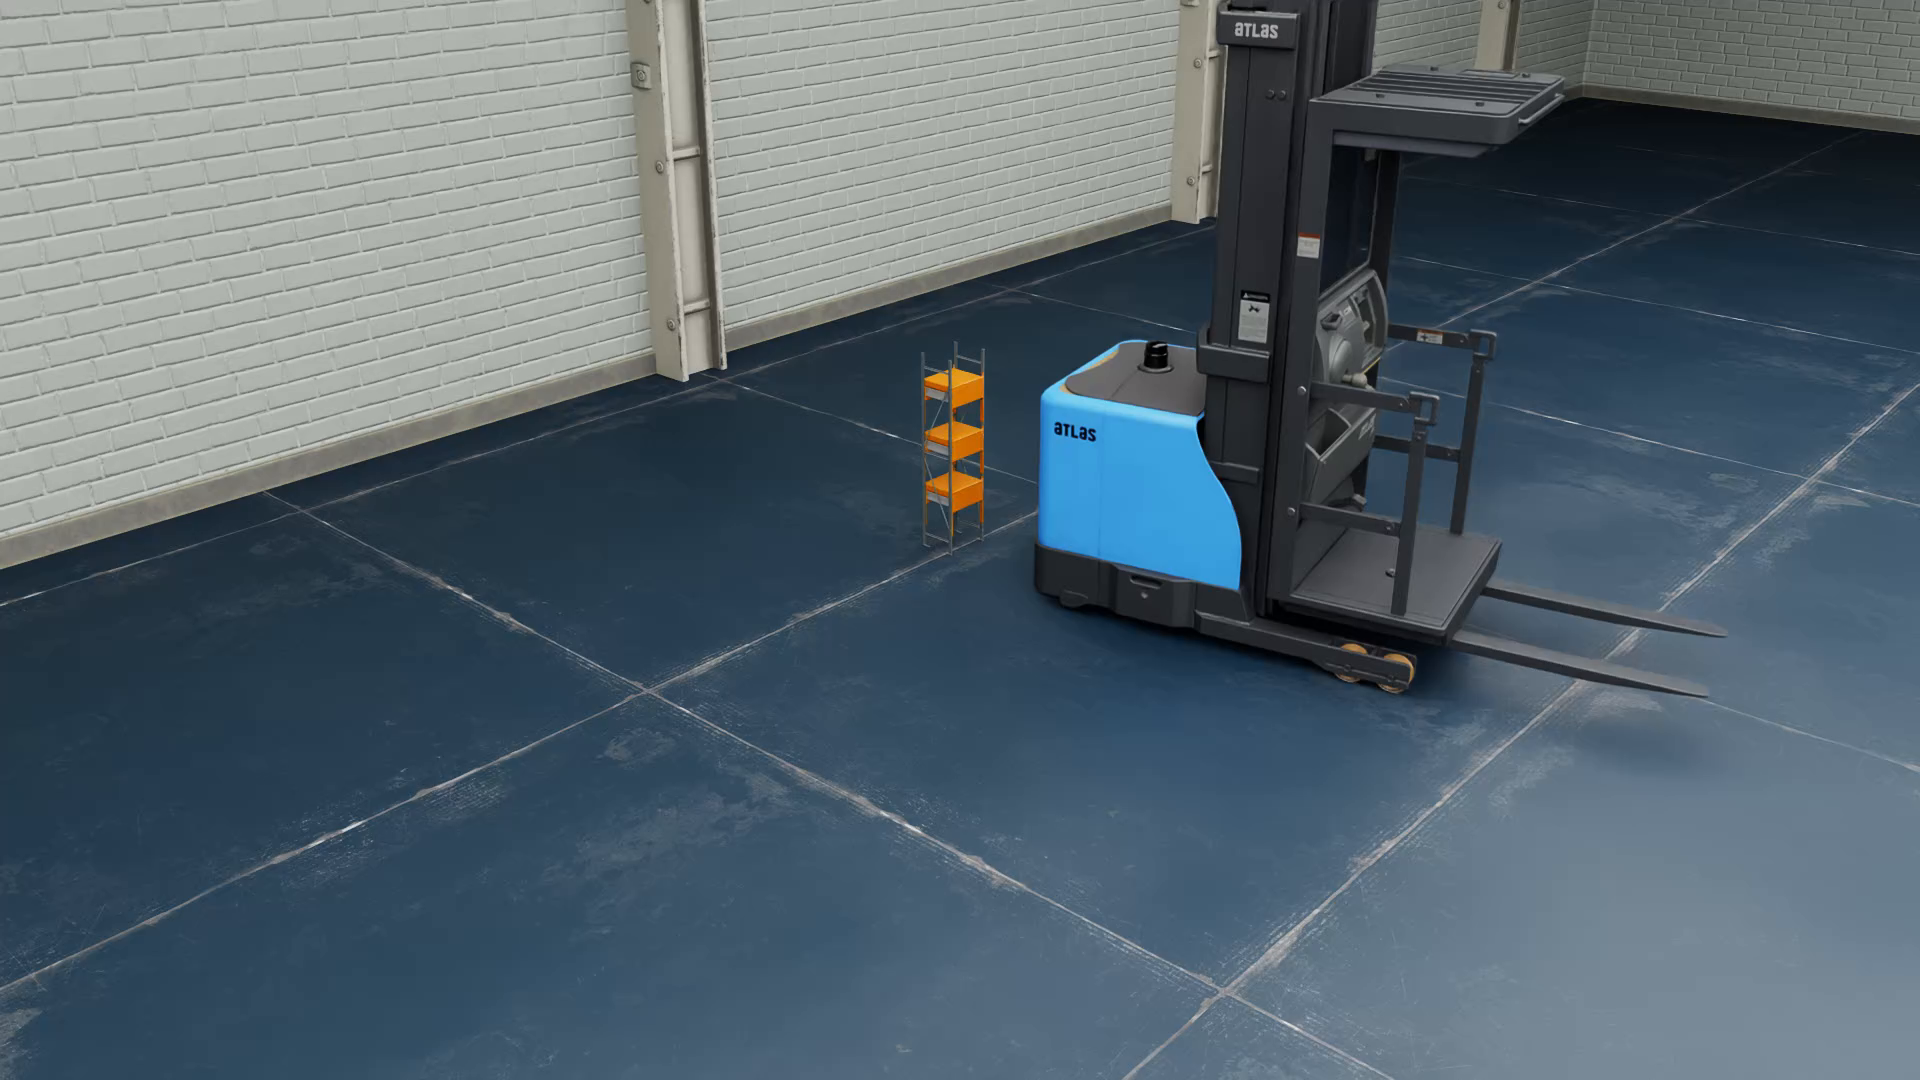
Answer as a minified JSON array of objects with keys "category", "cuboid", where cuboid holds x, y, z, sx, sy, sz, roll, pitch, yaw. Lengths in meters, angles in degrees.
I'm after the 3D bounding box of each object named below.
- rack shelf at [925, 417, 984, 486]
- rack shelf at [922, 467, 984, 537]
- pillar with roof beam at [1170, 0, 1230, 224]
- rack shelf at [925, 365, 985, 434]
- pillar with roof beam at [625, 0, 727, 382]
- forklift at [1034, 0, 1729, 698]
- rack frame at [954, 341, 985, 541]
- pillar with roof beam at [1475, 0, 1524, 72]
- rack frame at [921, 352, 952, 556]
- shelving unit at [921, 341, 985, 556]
[{"category":"rack shelf","cuboid":[-0.036,-0.453,8.503,0.215,0.259,0.240,20,31,38]},{"category":"rack shelf","cuboid":[-0.036,-0.199,8.617,0.215,0.259,0.240,20,31,38]},{"category":"pillar with roof beam","cuboid":[5.377,-5.917,10.948,9.100,9.000,0.400,20,31,38]},{"category":"rack shelf","cuboid":[-0.036,-0.712,8.387,0.215,0.259,0.240,20,31,38]},{"category":"pillar with roof beam","cuboid":[1.372,-4.089,6.871,9.100,9.000,0.400,20,31,38]},{"category":"forklift","cuboid":[1.897,-0.919,7.217,3.031,2.935,1.130,13,27,27]},{"category":"rack frame","cuboid":[0.046,-0.500,8.582,0.200,1.050,0.008,20,31,38]},{"category":"pillar with roof beam","cuboid":[9.381,-7.745,15.025,9.100,9.000,0.400,20,31,38]},{"category":"rack frame","cuboid":[-0.117,-0.426,8.416,0.200,1.050,0.008,20,31,38]},{"category":"shelving unit","cuboid":[-0.036,-0.463,8.499,0.215,1.050,0.252,20,31,38]}]
